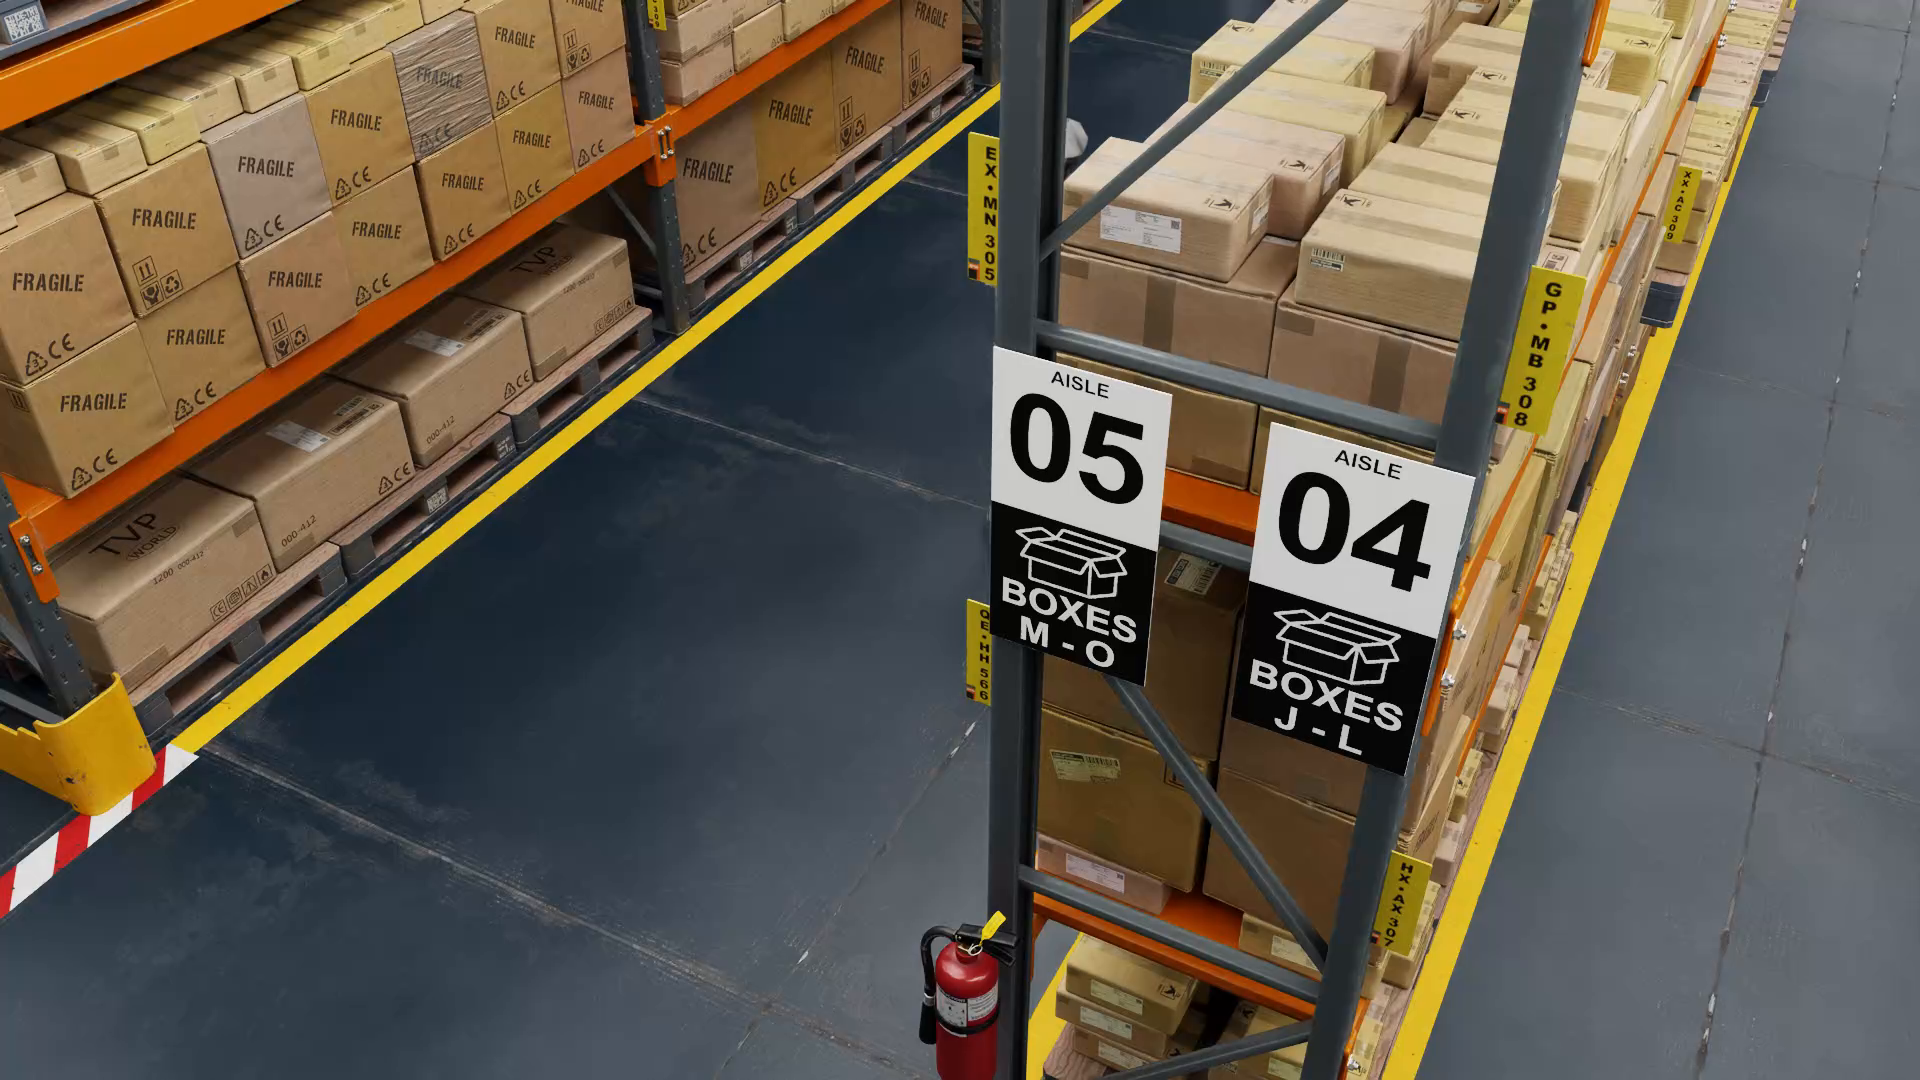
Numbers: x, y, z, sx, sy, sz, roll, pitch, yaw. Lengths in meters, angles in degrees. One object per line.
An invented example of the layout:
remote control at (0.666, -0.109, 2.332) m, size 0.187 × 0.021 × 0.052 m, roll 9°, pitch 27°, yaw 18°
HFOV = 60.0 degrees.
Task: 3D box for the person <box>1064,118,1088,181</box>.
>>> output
person at (0.450, -1.291, 8.327) m, size 0.487 × 1.679 × 0.451 m, roll 4°, pitch 38°, yaw 6°
